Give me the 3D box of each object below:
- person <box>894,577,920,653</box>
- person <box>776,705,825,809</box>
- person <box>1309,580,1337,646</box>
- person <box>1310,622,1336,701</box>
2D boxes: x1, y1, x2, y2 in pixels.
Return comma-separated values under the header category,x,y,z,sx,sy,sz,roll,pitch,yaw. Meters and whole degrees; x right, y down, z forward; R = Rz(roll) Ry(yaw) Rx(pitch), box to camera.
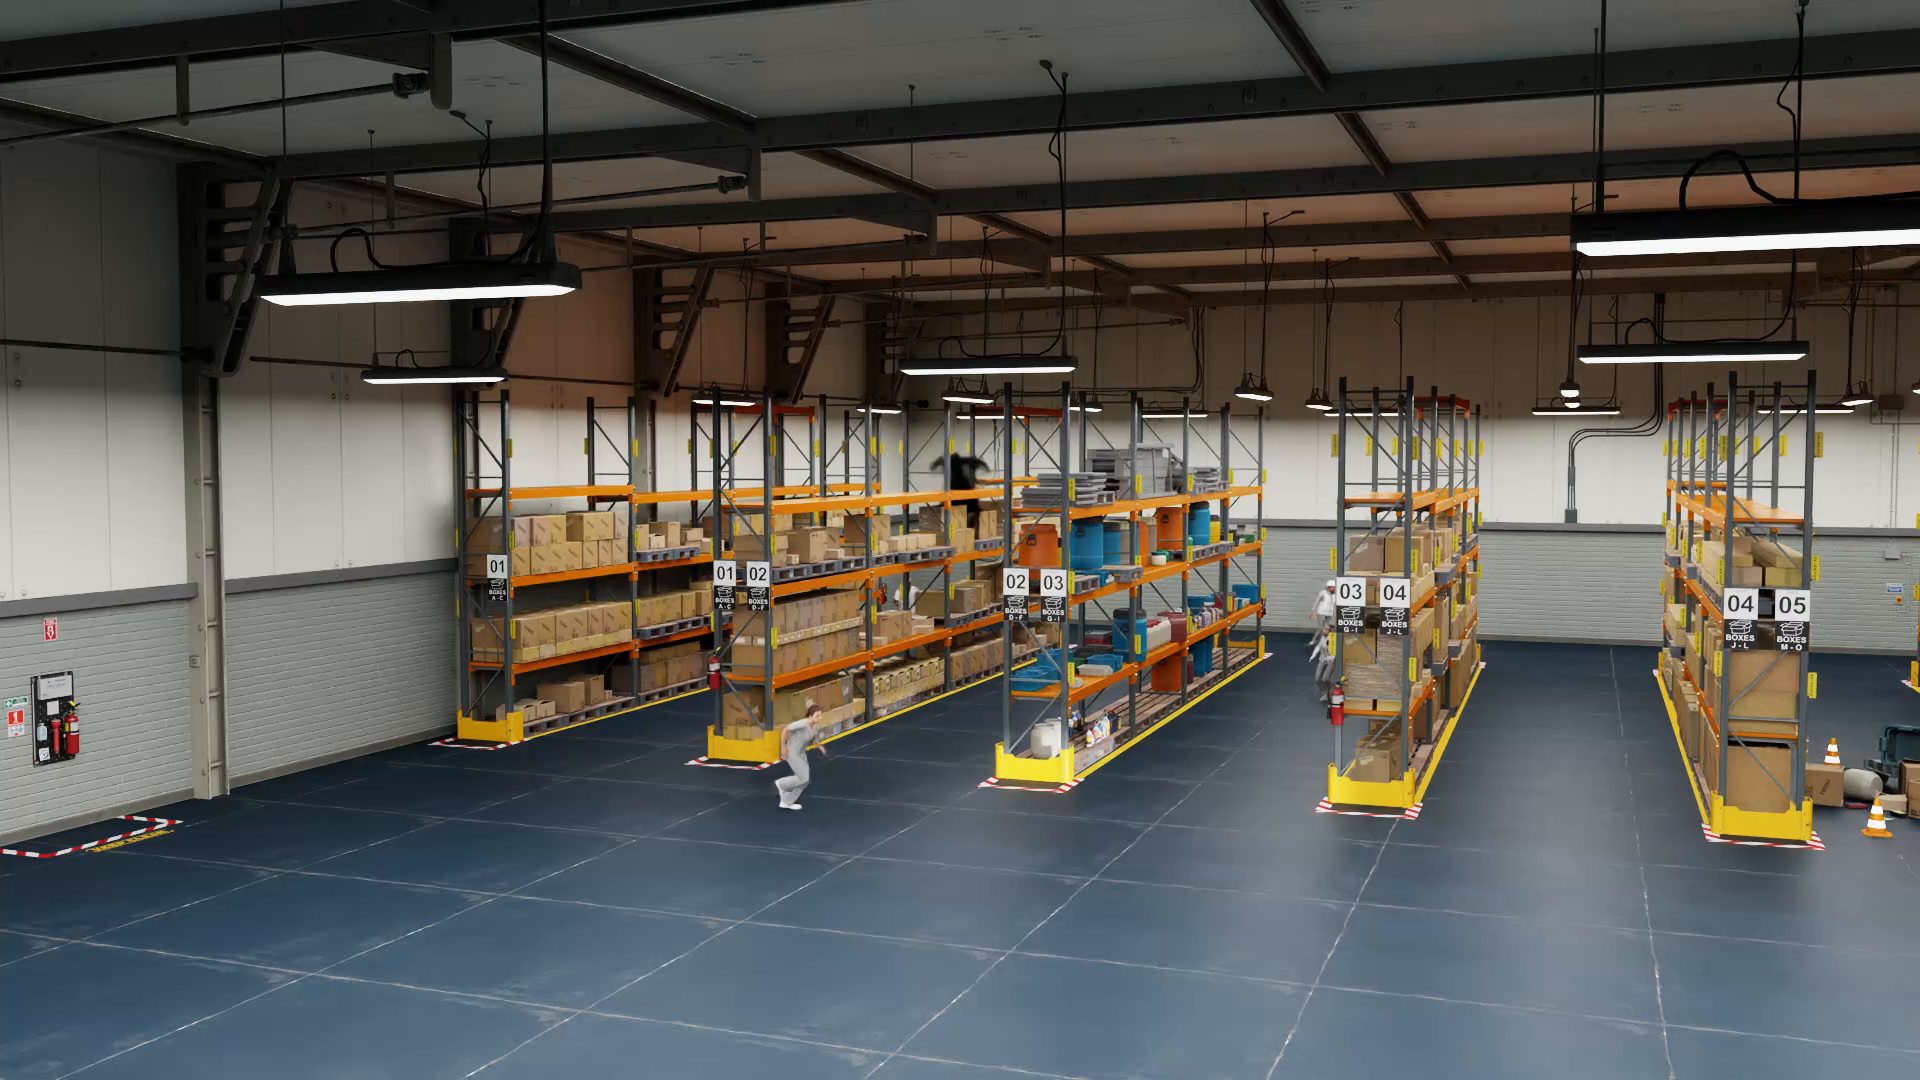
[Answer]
category,x,y,z,sx,sy,sz,roll,pitch,yaw
person,-1.241,1.760,39.385,0.663,1.848,0.811,1,3,23
person,-2.230,3.001,22.955,0.777,1.493,0.582,2,4,30
person,9.096,1.868,41.460,0.691,1.753,0.592,-2,4,-28
person,7.280,2.415,32.902,0.679,1.603,0.484,3,4,44
